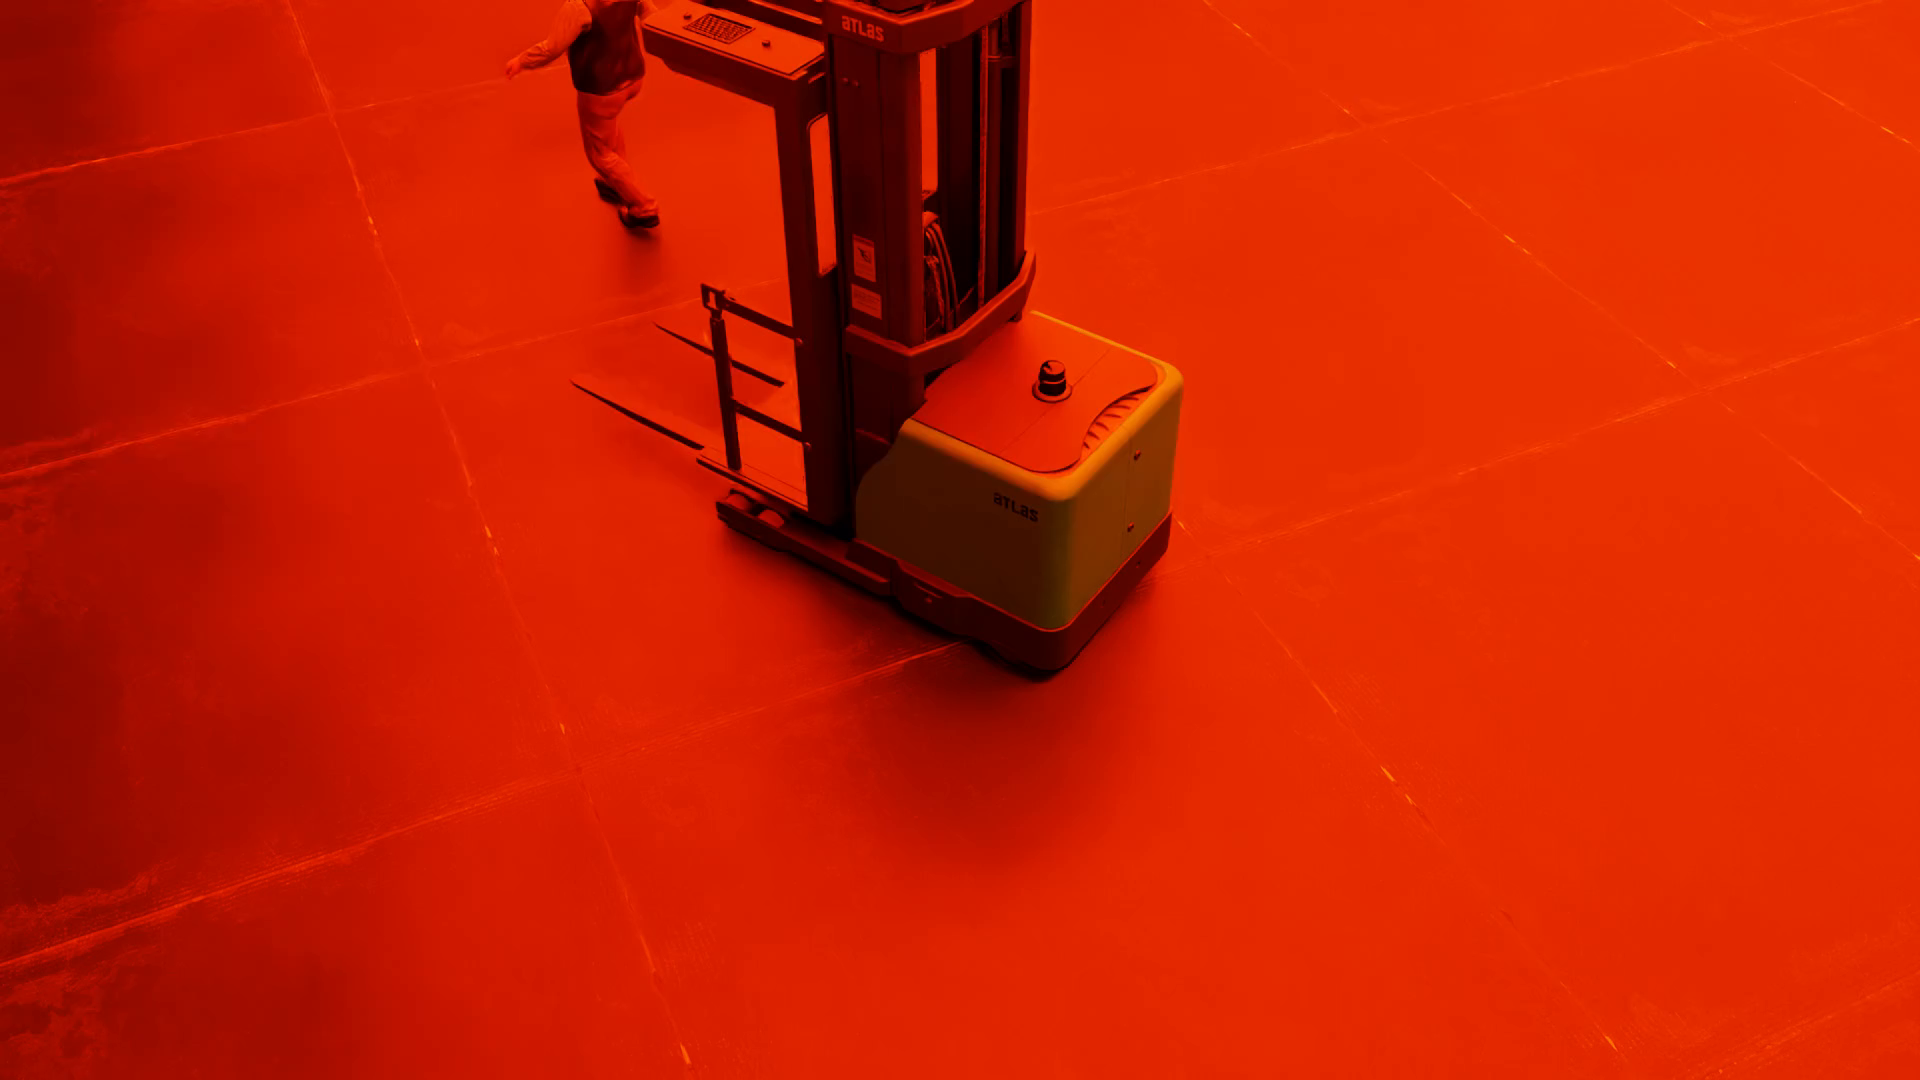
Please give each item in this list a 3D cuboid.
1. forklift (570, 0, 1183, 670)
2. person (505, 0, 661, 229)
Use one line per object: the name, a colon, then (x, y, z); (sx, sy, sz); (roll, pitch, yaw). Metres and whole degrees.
forklift: (-0.537, -1.317, 7.092); (3.031, 2.935, 1.130); (25, 49, 25)
person: (-1.982, -2.605, 9.354); (0.730, 1.662, 0.911); (24, 48, 24)
